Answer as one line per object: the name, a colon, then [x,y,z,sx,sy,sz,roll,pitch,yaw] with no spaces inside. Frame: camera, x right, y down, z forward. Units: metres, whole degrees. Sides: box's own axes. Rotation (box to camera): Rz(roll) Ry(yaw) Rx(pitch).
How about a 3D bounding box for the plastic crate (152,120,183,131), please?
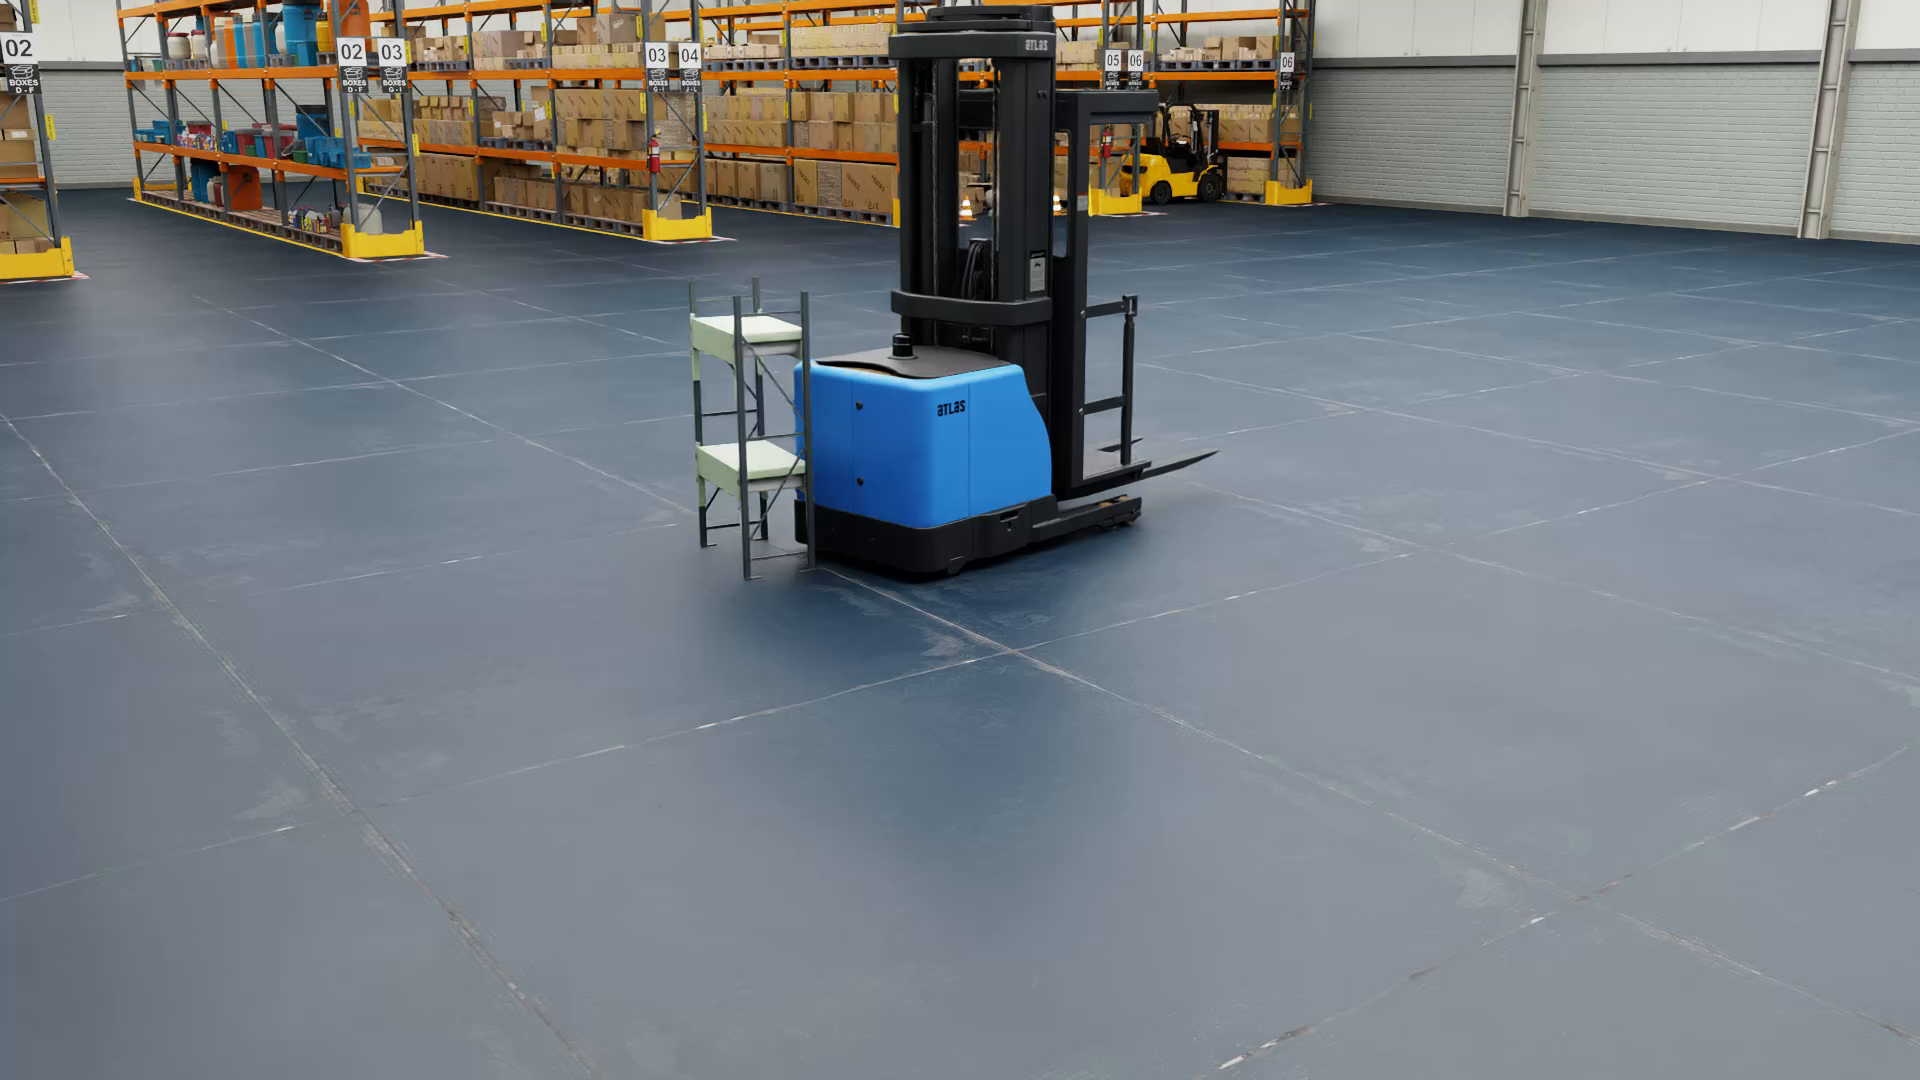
plastic crate: [-17.845,-9.245,37.493,0.616,0.435,0.499,-11,19,-35]

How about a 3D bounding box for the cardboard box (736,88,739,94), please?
cardboard box: [-5.914,-12.155,44.993,0.380,0.149,0.250,-10,18,-33]

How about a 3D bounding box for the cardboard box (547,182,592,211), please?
cardboard box: [-7.474,-6.589,31.871,0.700,0.500,0.500,-13,20,-39]

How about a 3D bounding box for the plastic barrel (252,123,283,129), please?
plastic barrel: [-12.971,-7.547,31.211,0.600,0.536,0.708,-11,19,-35]

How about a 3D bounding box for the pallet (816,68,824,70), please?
pallet: [-3.240,-11.861,41.911,0.805,0.209,1.217,-12,19,-37]

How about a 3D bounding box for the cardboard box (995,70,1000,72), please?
cardboard box: [0.977,-10.143,35.745,0.380,0.149,0.250,-11,19,-34]

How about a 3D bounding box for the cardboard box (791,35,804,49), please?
cardboard box: [-2.998,-9.817,32.817,0.500,0.250,0.500,-11,19,-34]

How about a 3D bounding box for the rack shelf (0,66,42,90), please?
rack shelf: [-13.970,-6.584,23.631,1.077,0.370,4.000,-11,19,-35]

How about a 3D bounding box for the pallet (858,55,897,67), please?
pallet: [-1.152,-8.903,30.910,1.003,0.211,1.213,-11,19,-35]

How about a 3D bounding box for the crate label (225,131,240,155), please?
crate label: [-13.124,-7.297,30.486,0.502,0.435,0.616,-11,19,-35]

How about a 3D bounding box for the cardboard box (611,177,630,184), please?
cardboard box: [-8.269,-8.763,40.517,0.380,0.149,0.250,-11,19,-34]

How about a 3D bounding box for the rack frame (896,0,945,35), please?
rack frame: [-0.707,-10.236,29.929,1.000,3.000,0.127,-11,19,-35]

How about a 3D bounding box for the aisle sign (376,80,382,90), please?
aisle sign: [-13.986,-11.327,40.353,0.394,0.787,0.004,-11,19,-35]

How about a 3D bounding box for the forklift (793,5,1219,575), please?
forklift: [0.436,-1.550,9.686,1.130,2.935,3.031,13,20,40]

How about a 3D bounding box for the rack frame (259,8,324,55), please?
rack frame: [-11.137,-9.573,27.507,1.000,3.000,0.127,-11,19,-35]

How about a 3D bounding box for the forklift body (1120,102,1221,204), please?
forklift body: [4.659,-8.616,36.982,2.313,2.155,1.214,-11,19,-35]

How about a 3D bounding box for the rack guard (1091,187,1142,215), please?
rack guard: [3.192,-6.943,33.996,1.175,0.500,0.348,-11,19,-35]

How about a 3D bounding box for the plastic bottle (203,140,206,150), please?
plastic bottle: [-14.661,-7.680,32.332,0.097,0.201,0.097,0,15,0]

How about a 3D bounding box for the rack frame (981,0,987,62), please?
rack frame: [0.885,-11.880,35.936,1.000,3.000,0.127,-11,19,-35]

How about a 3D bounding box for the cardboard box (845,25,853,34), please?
cardboard box: [-1.927,-9.594,31.247,0.380,0.149,0.250,-11,19,-35]

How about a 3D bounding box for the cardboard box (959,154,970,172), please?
cardboard box: [0.297,-10.325,45.557,0.500,0.500,0.500,-10,18,-32]

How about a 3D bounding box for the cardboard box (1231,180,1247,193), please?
cardboard box: [6.433,-7.939,37.313,0.500,0.250,0.500,-11,19,-35]

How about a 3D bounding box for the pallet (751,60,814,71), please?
pallet: [-3.638,-9.739,34.158,0.805,0.209,1.217,-12,19,-37]

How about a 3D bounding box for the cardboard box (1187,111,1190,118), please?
cardboard box: [5.440,-9.783,38.220,0.380,0.149,0.250,-11,19,-35]

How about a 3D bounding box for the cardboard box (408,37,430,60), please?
cardboard box: [-12.343,-11.060,37.448,0.700,0.500,0.500,-12,20,-38]

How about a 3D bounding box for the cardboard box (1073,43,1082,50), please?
cardboard box: [2.514,-9.982,33.647,0.380,0.149,0.250,-11,19,-35]

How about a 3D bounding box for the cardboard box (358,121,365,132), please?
cardboard box: [-14.123,-9.937,39.923,0.500,0.250,0.500,-11,19,-36]

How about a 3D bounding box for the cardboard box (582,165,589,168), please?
cardboard box: [-9.292,-9.431,41.829,0.380,0.149,0.250,-11,19,-34]

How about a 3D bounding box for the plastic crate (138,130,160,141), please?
plastic crate: [-17.927,-8.946,36.782,0.416,0.233,0.300,-11,19,-35]

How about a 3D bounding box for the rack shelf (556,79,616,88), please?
rack shelf: [-8.939,-11.432,41.343,1.077,0.370,4.000,-11,19,-35]

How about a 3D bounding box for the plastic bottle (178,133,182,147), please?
plastic bottle: [-15.892,-8.159,33.924,0.061,0.283,0.133,-11,19,-35]

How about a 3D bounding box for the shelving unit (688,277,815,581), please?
shelving unit: [-1.128,-0.622,9.005,0.431,1.500,0.755,-8,17,-26]

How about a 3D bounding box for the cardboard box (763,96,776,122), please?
cardboard box: [-3.660,-8.942,34.481,0.700,0.500,0.500,-11,19,-35]

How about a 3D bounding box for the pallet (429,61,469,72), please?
pallet: [-10.564,-10.026,35.201,1.003,0.211,1.213,-10,18,-32]

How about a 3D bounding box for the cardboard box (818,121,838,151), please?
cardboard box: [-2.269,-7.945,32.637,0.875,0.550,0.550,-11,19,-35]

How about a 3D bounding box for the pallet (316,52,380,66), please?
pallet: [-9.193,-7.373,25.508,1.003,0.211,1.213,-11,19,-35]

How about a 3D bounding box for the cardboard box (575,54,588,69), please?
cardboard box: [-6.475,-8.467,29.432,0.500,0.250,0.500,-12,19,-37]

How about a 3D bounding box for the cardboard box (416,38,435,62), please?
cardboard box: [-11.485,-10.732,36.438,0.700,0.500,0.500,-10,18,-33]

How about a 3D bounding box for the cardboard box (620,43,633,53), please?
cardboard box: [-5.502,-8.287,28.019,0.380,0.149,0.250,-12,19,-37]

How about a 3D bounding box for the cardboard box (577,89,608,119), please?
cardboard box: [-6.483,-7.773,29.648,0.500,0.500,0.500,-11,19,-35]

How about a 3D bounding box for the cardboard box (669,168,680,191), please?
cardboard box: [-6.312,-8.259,38.009,0.500,0.500,0.500,-10,18,-32]

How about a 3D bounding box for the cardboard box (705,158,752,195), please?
cardboard box: [-5.126,-8.024,36.678,1.050,0.750,0.750,-11,19,-35]

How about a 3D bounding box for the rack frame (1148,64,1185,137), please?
rack frame: [4.898,-9.758,39.546,1.000,3.000,0.127,-11,19,-35]

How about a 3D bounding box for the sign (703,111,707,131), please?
sign: [-4.340,-7.096,28.181,0.100,0.325,0.005,-11,19,-35]

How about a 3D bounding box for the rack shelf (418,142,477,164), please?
rack shelf: [-10.659,-8.383,35.884,1.077,0.370,4.000,-11,19,-35]

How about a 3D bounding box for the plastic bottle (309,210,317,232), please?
plastic bottle: [-10.528,-5.207,27.101,0.144,0.351,0.185,-10,18,-32]

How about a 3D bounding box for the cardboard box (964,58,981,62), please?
cardboard box: [0.425,-10.666,36.670,0.500,0.250,0.500,-11,19,-36]

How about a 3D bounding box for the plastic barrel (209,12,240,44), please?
plastic barrel: [-13.820,-9.512,31.356,0.600,0.830,0.708,-11,19,-35]

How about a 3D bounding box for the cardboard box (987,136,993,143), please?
cardboard box: [0.811,-8.748,36.333,0.380,0.149,0.250,-11,19,-35]

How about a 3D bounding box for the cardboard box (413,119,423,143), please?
cardboard box: [-11.766,-9.068,36.835,0.500,0.500,0.500,-11,19,-34]

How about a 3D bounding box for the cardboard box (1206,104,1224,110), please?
cardboard box: [5.828,-9.835,37.846,0.380,0.149,0.250,-11,19,-34]

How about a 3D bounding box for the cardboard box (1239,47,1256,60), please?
cardboard box: [6.368,-10.720,36.650,0.396,0.266,0.258,-11,19,-34]

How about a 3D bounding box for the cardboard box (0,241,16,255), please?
cardboard box: [-13.348,-4.002,22.930,0.500,0.250,0.500,-11,19,-35]

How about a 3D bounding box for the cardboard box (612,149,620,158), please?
cardboard box: [-5.862,-6.766,29.091,0.380,0.149,0.250,-11,19,-35]

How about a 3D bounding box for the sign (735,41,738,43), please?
sign: [-4.958,-10.870,36.796,0.100,0.325,0.005,-11,19,-35]
